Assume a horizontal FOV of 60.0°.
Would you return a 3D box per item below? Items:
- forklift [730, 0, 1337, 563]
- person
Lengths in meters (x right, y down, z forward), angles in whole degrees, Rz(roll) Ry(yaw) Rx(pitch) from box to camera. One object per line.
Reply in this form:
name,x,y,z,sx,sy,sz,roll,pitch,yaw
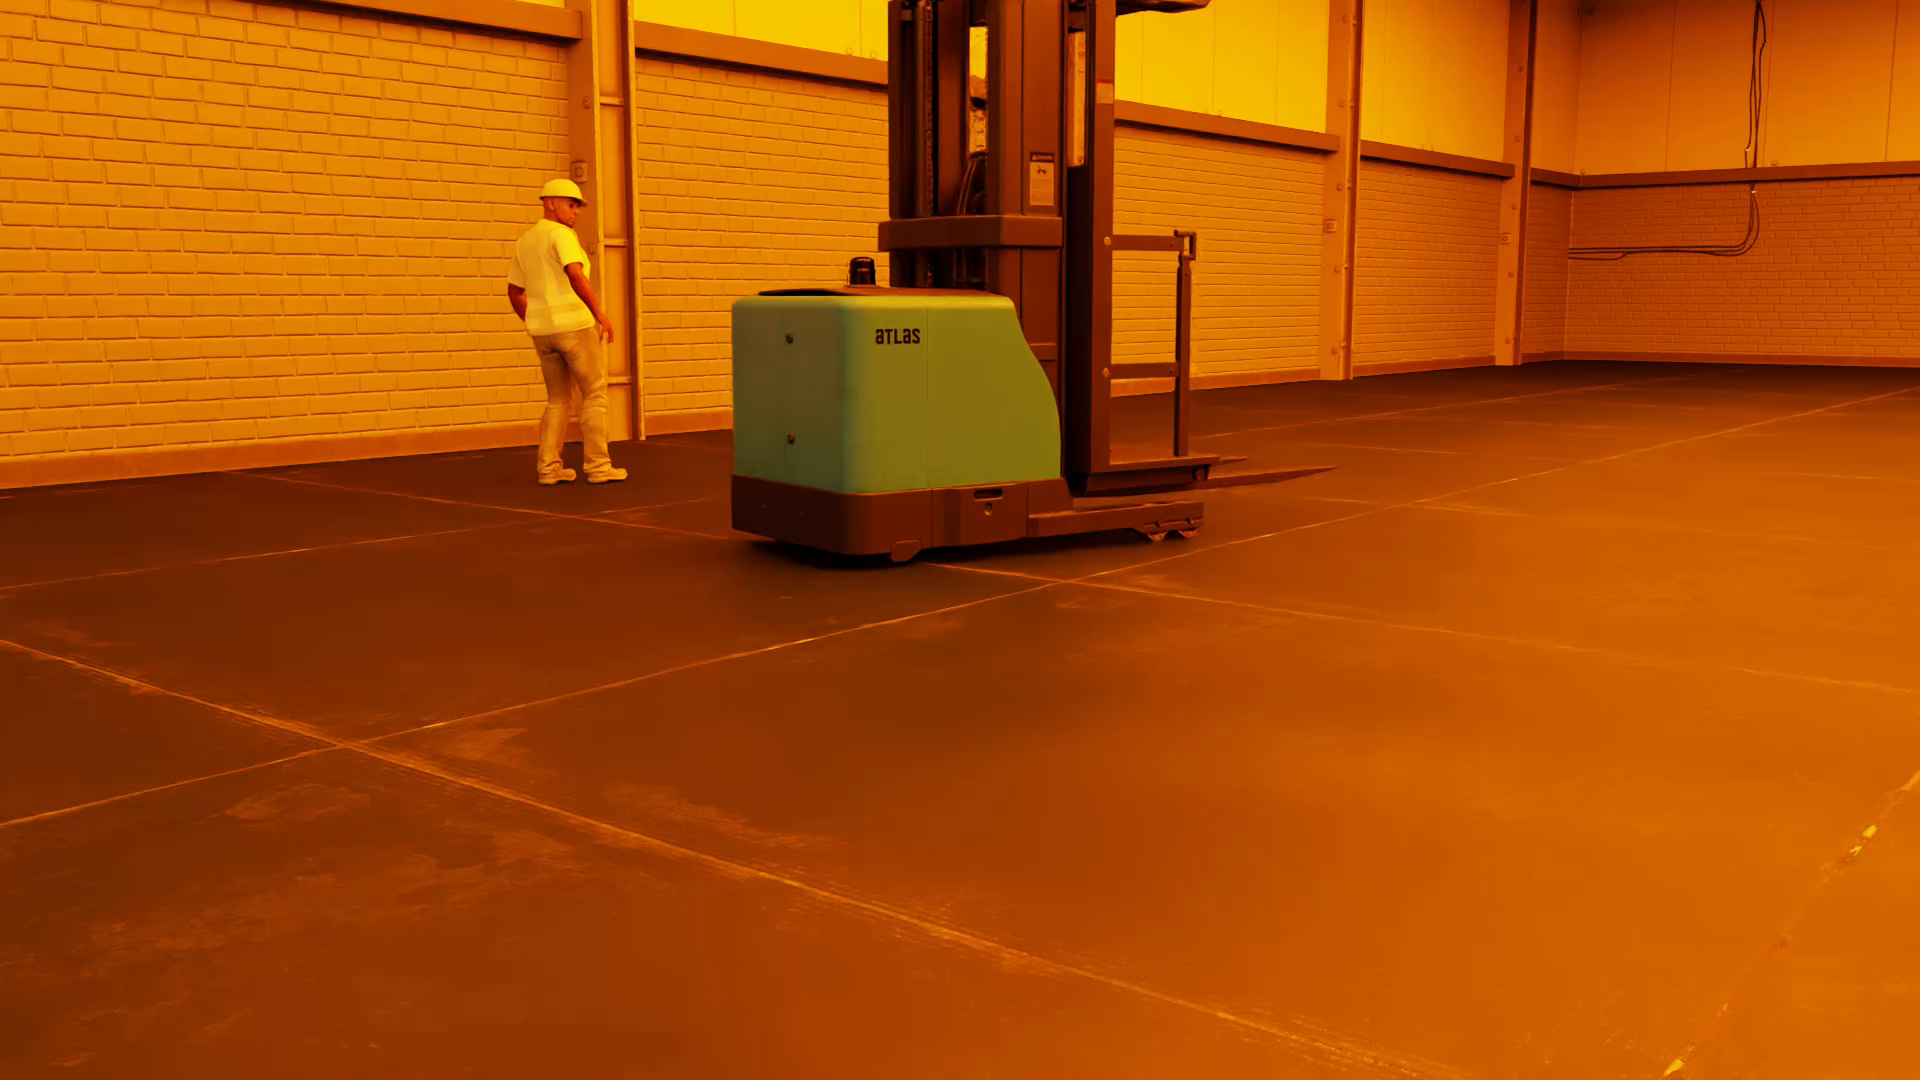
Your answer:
forklift,0.487,-1.505,7.567,3.031,2.935,1.130,-6,10,-36
person,-2.257,-1.206,9.625,0.795,1.745,0.524,6,10,35
